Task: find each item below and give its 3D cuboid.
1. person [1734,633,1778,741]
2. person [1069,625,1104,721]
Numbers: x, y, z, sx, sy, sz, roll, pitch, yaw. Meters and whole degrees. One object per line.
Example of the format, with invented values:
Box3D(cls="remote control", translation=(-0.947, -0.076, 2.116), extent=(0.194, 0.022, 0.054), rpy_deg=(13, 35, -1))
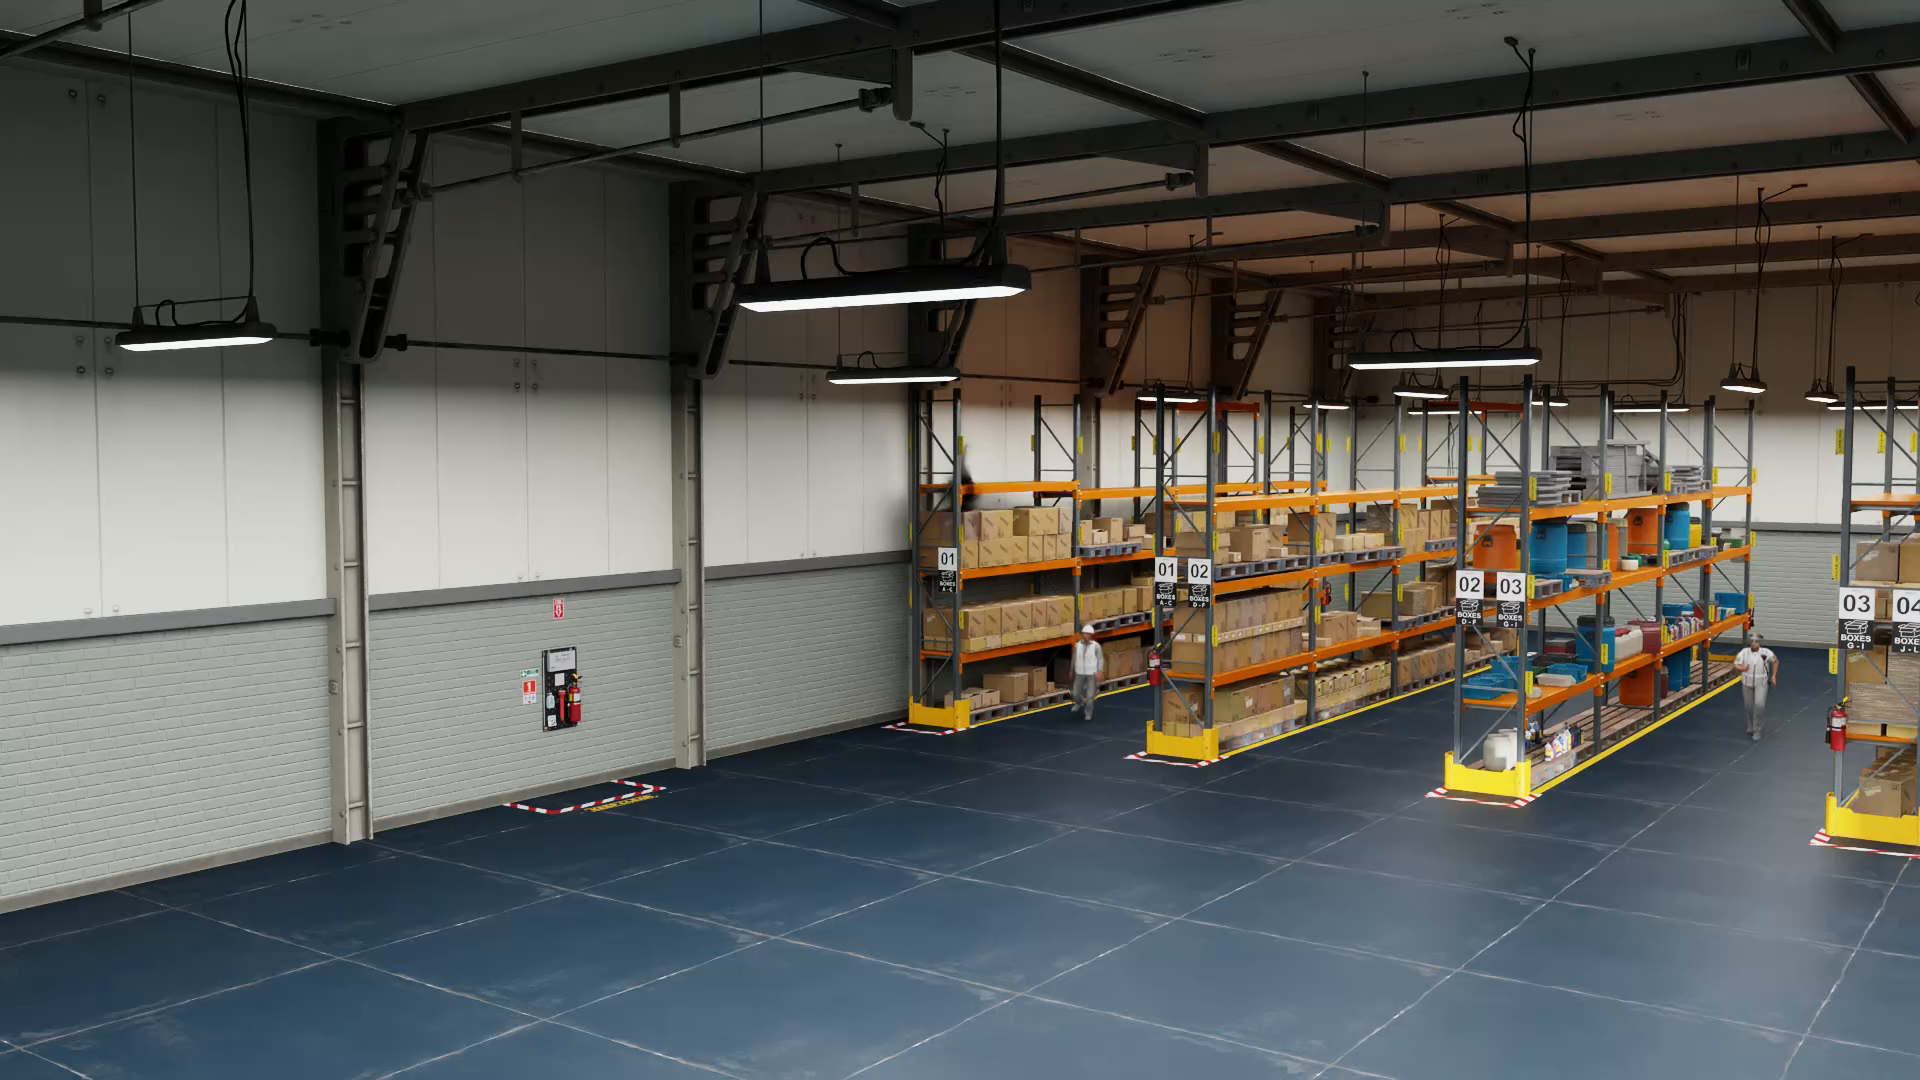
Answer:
Box3D(cls="person", translation=(13.604, 2.493, 28.480), extent=(0.626, 1.839, 0.887), rpy_deg=(2, 4, 33))
Box3D(cls="person", translation=(2.311, 2.404, 30.291), extent=(0.697, 1.740, 0.666), rpy_deg=(1, 3, 19))
